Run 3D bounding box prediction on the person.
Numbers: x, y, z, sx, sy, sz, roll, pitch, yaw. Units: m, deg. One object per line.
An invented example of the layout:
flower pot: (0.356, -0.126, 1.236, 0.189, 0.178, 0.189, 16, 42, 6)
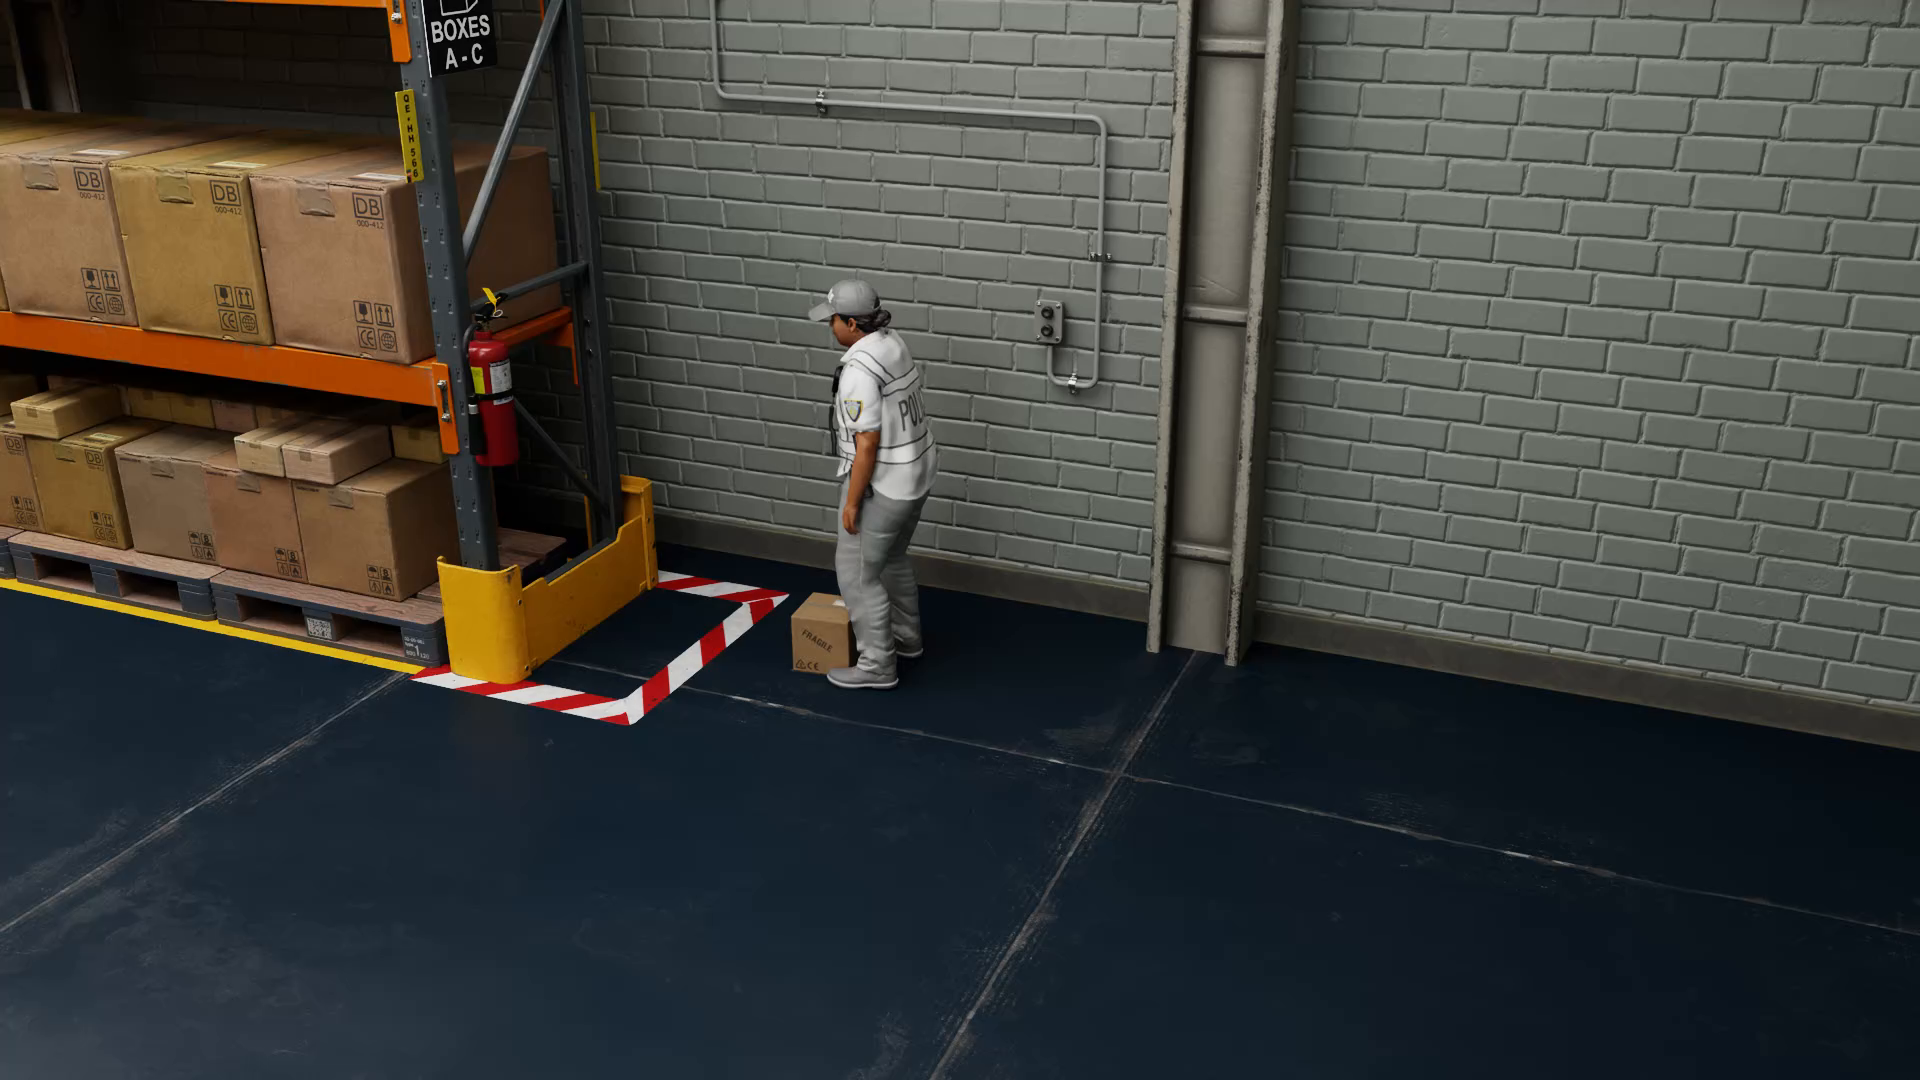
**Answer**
person: (-0.341, -0.226, 6.630, 0.468, 1.665, 0.557, 7, 24, 17)
